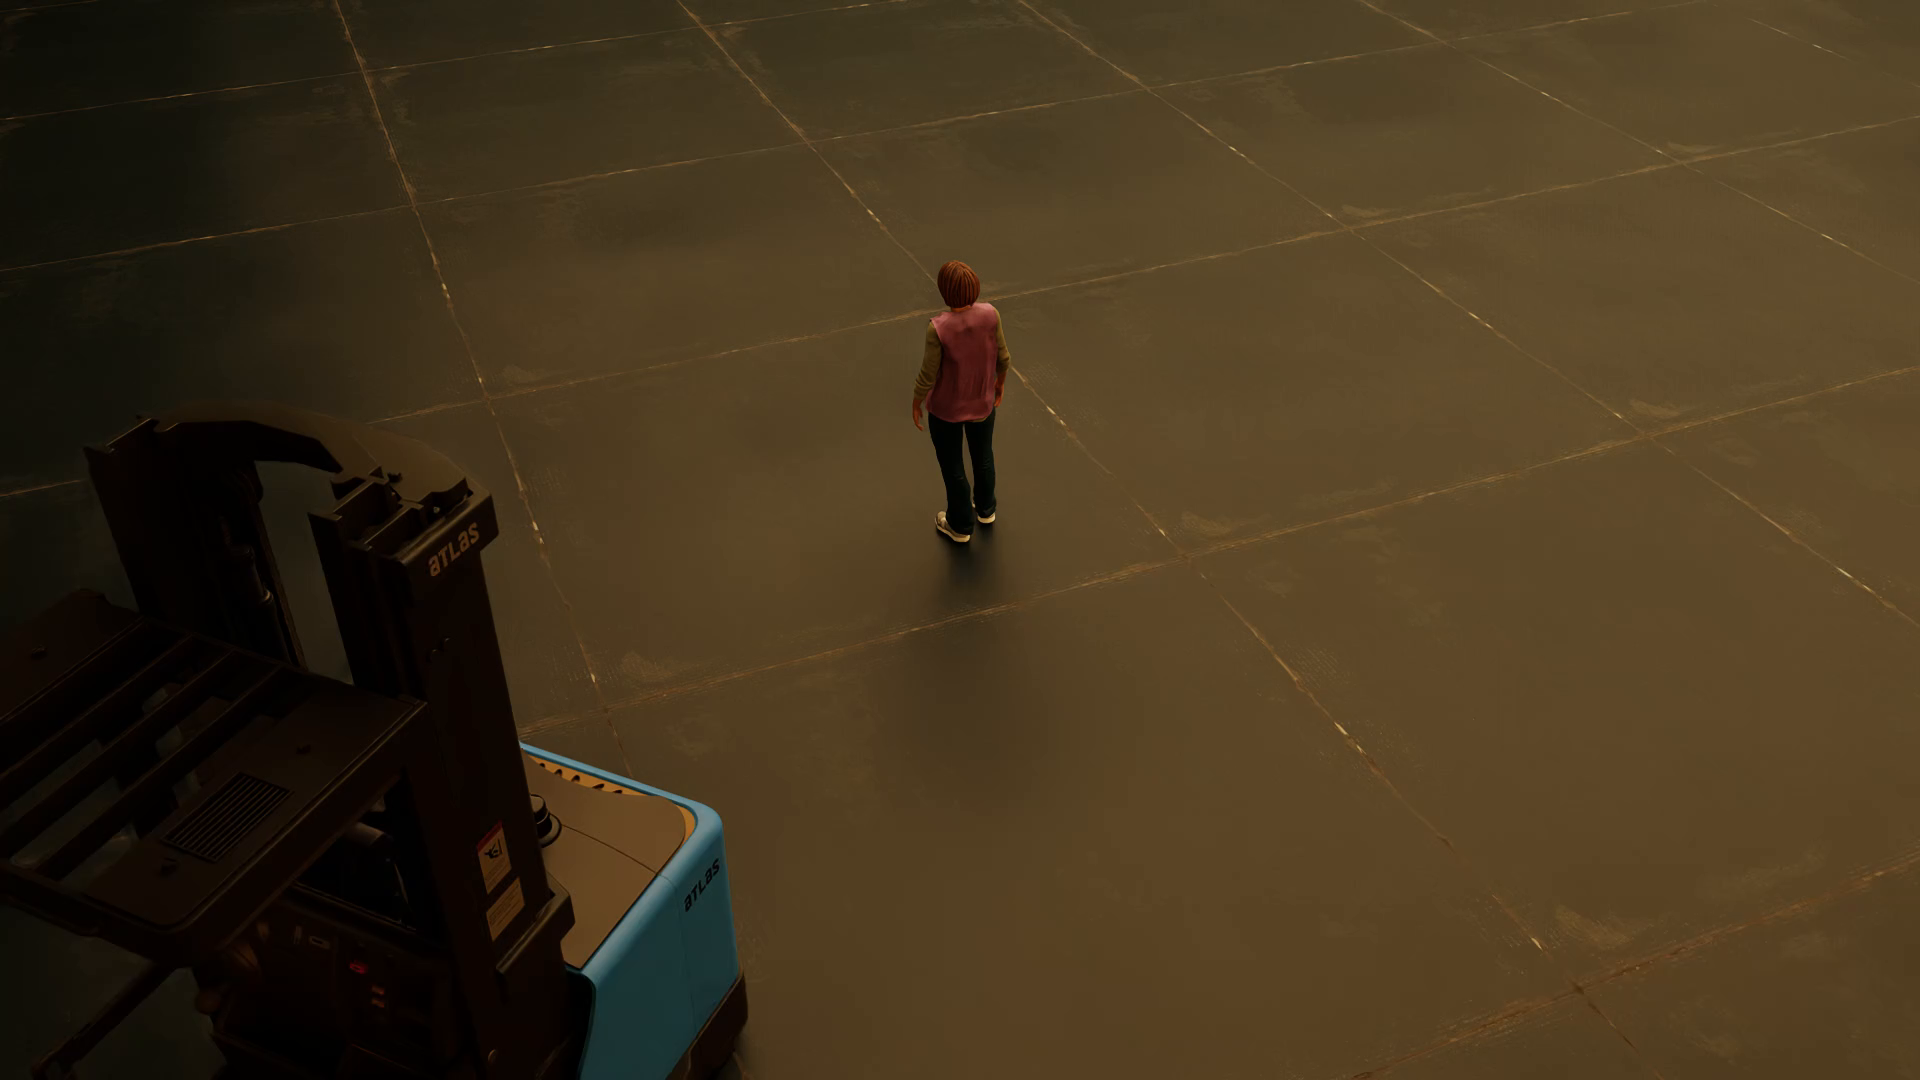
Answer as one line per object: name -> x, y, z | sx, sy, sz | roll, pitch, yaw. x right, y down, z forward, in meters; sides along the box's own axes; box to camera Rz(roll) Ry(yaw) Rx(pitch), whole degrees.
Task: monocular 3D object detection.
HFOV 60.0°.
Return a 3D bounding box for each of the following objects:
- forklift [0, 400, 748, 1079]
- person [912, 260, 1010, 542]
forklift -> -1.839, 1.241, 4.354 | 1.130, 2.935, 3.031 | 15, 38, 20
person -> -0.016, -0.698, 8.221 | 0.520, 1.593, 0.475 | -14, 38, -19
